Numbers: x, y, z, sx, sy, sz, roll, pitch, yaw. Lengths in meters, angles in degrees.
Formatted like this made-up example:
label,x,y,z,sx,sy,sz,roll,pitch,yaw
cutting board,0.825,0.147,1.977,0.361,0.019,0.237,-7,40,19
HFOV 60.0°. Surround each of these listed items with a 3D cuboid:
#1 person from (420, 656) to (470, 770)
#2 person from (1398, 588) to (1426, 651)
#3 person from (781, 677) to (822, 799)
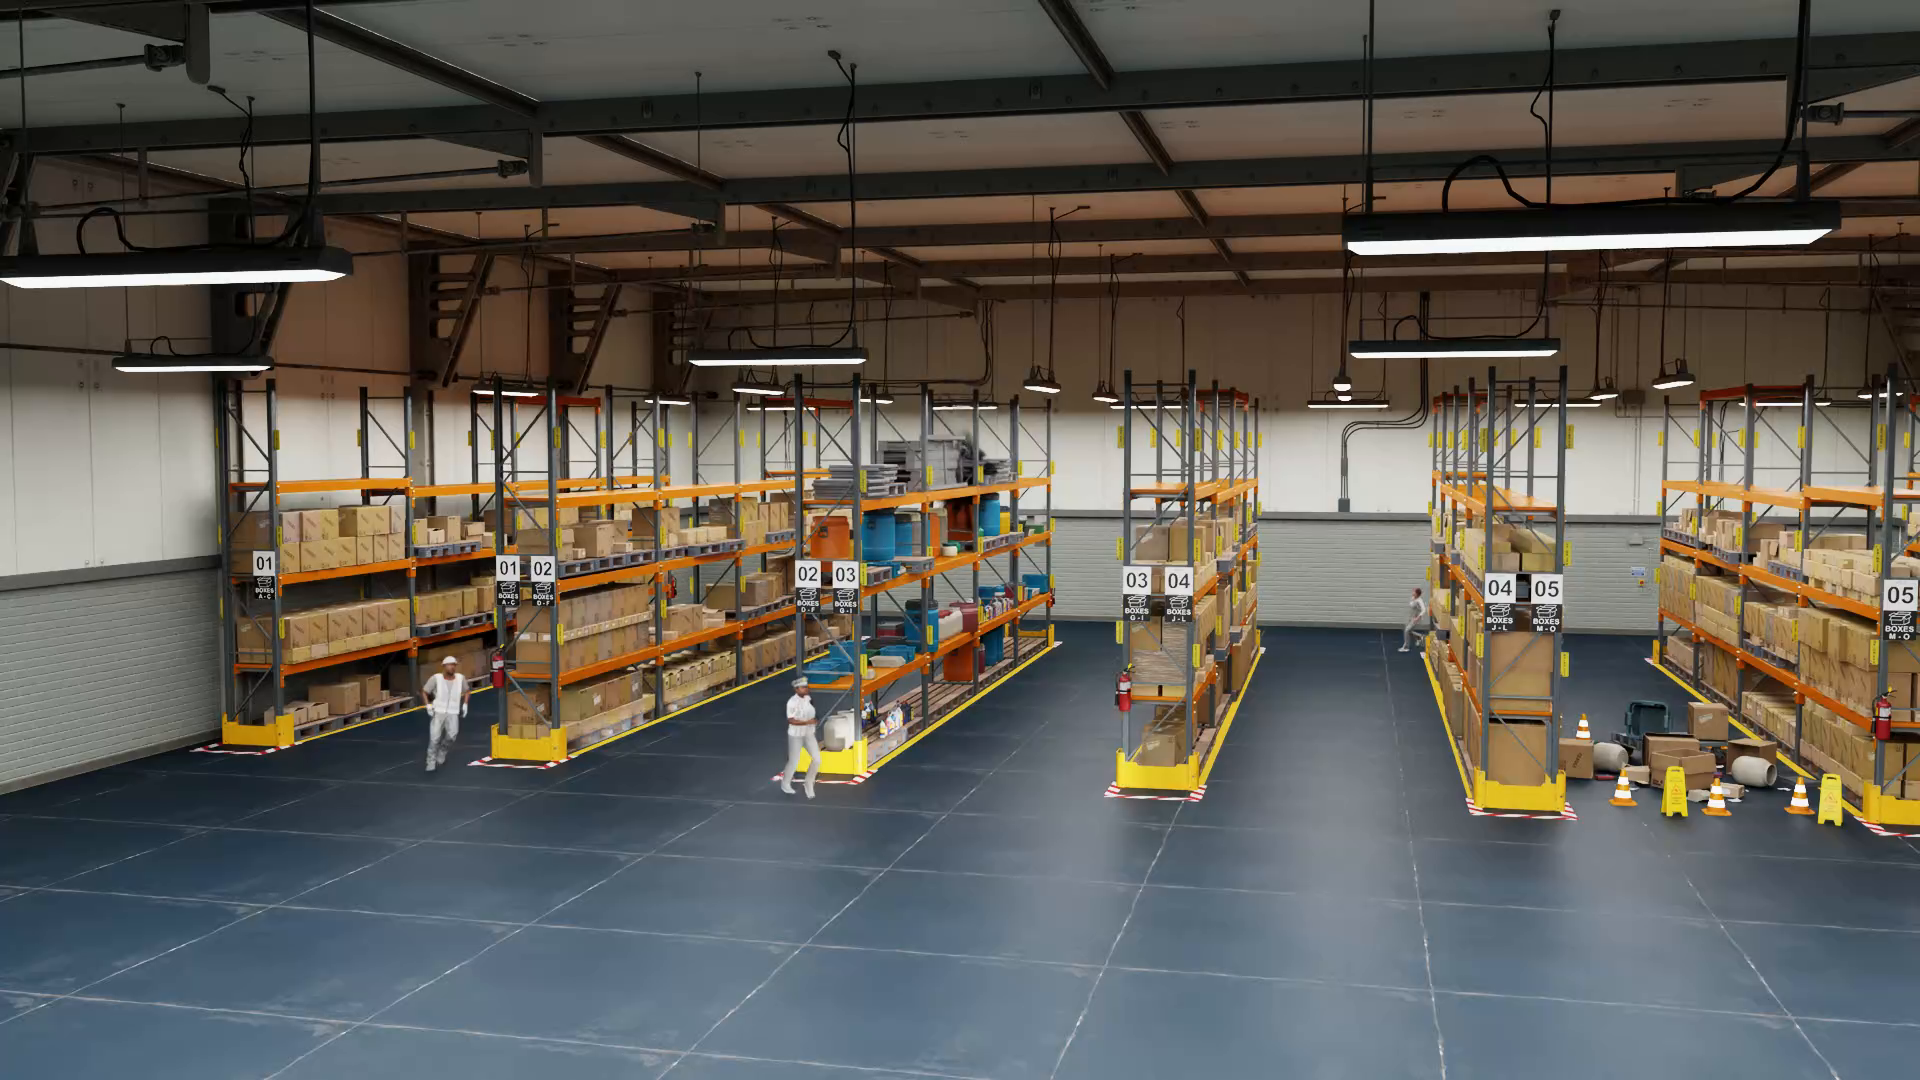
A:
label,x,y,z,sx,sy,sz,roll,pitch,yaw
person,-7.799,2.626,25.275,0.744,1.715,0.529,-2,4,-26
person,10.752,1.881,39.255,0.650,1.532,0.589,-1,4,-16
person,-2.195,2.768,23.316,0.555,1.721,0.725,-3,4,-40
